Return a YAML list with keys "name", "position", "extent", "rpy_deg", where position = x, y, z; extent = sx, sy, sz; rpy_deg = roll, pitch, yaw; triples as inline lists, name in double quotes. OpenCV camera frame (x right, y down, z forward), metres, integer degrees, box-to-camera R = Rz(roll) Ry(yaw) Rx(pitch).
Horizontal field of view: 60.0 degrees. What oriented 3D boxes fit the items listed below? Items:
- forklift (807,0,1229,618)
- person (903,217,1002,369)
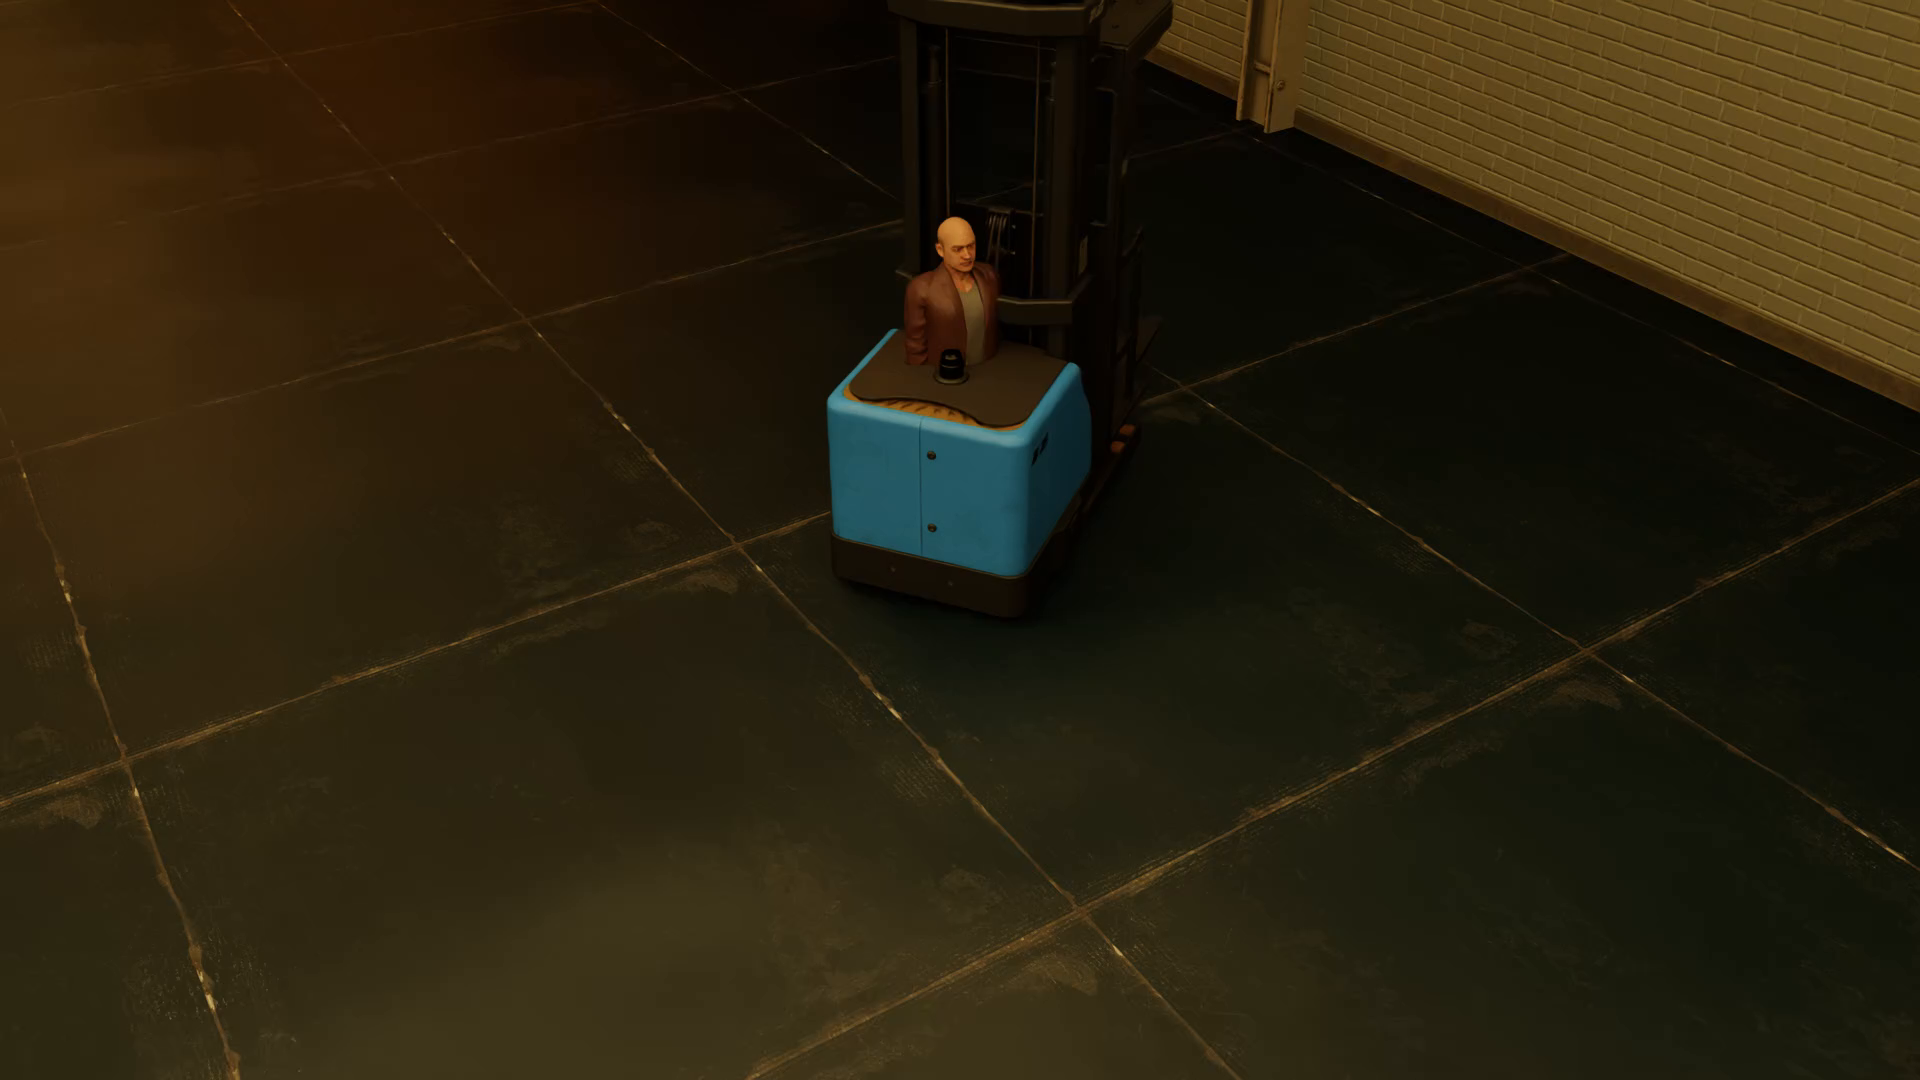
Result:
- name: "forklift"
  position: [0.498, -1.627, 8.463]
  extent: [1.130, 2.935, 3.031]
  rpy_deg: [21, 40, 28]
- name: "person"
  position: [0.052, -0.722, 8.106]
  extent: [0.551, 1.703, 0.521]
  rpy_deg: [-21, 40, -27]
